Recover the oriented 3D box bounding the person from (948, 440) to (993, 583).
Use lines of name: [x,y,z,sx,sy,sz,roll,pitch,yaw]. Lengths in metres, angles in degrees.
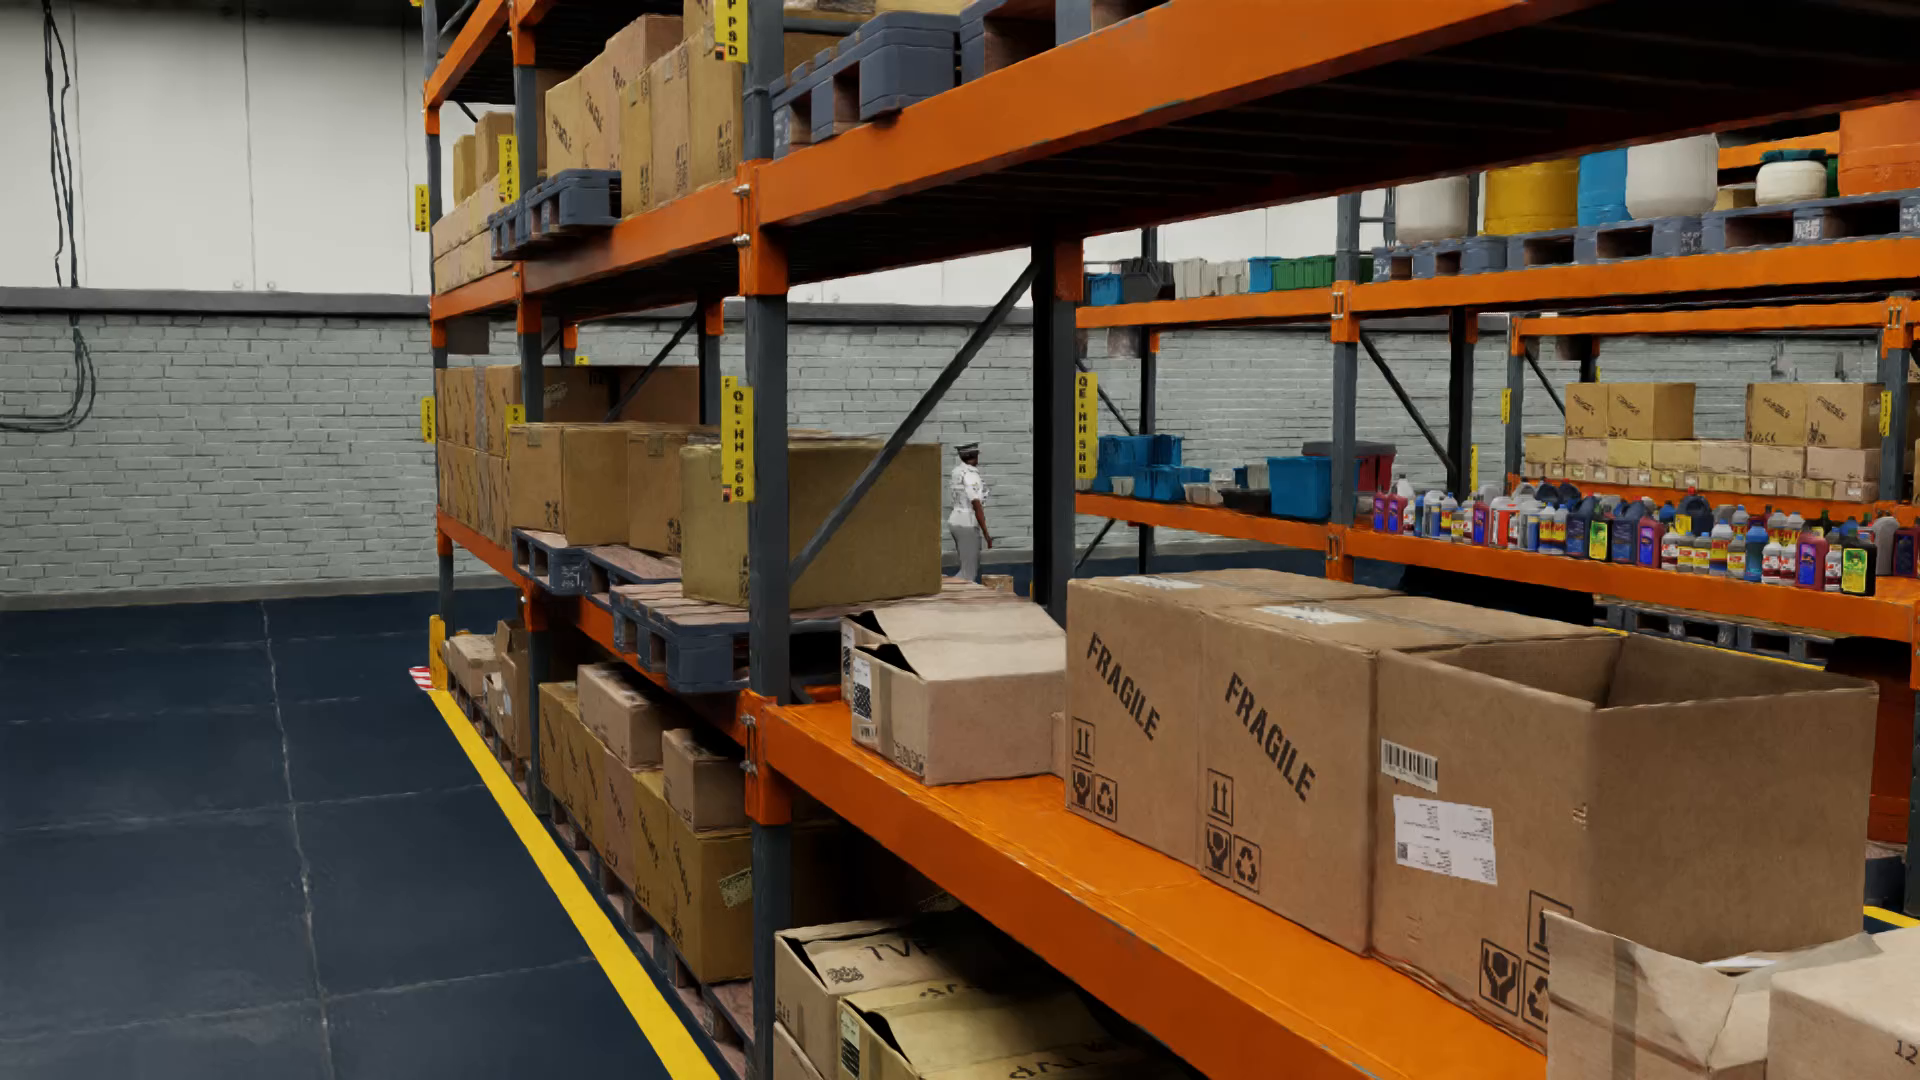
person: [0.077,-0.072,15.167,0.367,1.675,0.537,-1,6,-15]
